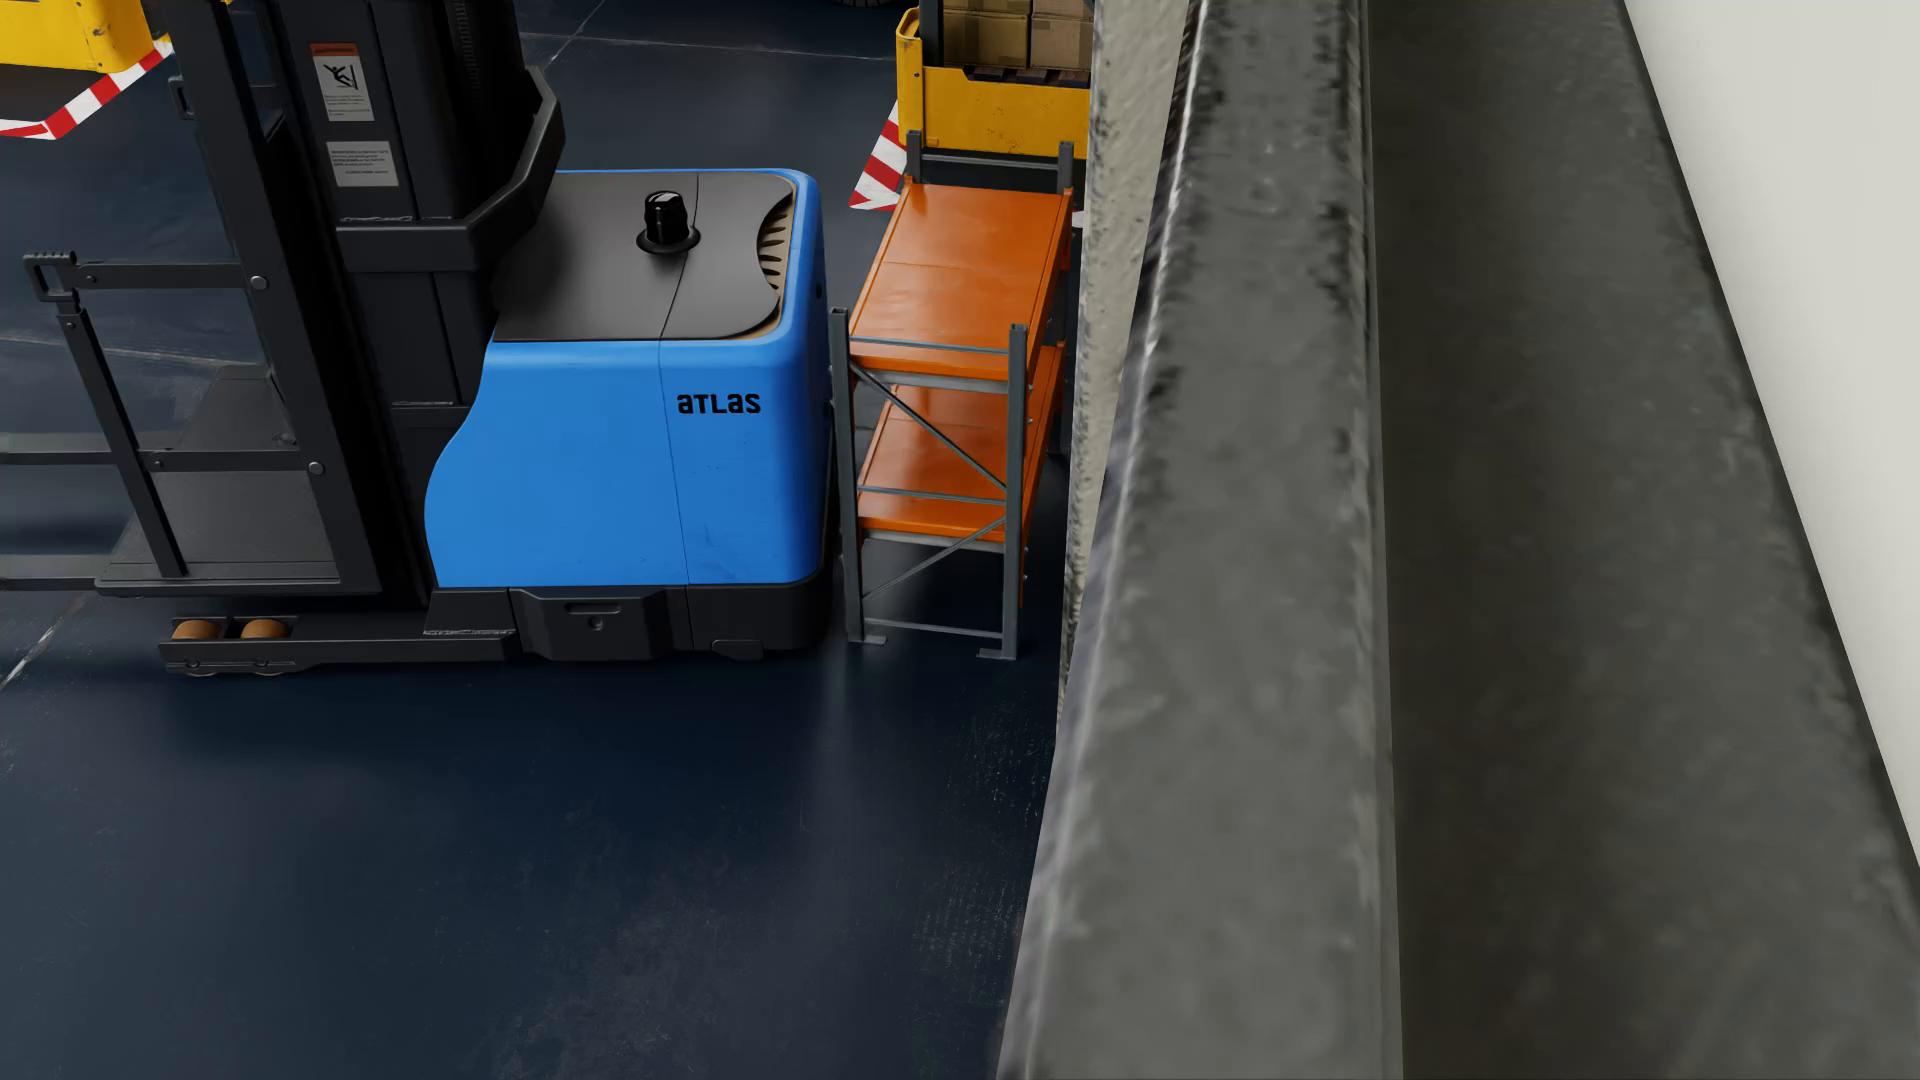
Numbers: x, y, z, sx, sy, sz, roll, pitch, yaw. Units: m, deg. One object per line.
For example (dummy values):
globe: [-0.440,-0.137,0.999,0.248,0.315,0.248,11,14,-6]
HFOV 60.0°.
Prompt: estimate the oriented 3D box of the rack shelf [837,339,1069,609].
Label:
rack shelf: [0.004,-0.250,5.053,0.538,0.278,1.000,6,40,7]

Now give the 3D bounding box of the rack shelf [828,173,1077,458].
rack shelf: [0.004,-0.664,4.710,0.538,0.278,1.000,6,40,7]

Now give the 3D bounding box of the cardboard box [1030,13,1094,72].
cardboard box: [0.604,-2.348,7.565,0.500,0.250,0.500,7,40,8]

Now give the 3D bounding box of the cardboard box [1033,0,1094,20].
cardboard box: [0.613,-2.527,7.388,0.500,0.250,0.500,7,40,8]

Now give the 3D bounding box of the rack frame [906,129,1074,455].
rack frame: [0.088,-0.758,5.283,0.500,1.125,0.032,6,40,7]

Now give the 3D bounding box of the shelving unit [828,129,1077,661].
shelving unit: [0.004,-0.438,4.897,0.538,1.125,1.048,6,40,7]

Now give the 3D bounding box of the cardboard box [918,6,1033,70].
cardboard box: [0.097,-2.391,7.617,0.500,0.250,0.500,7,40,8]

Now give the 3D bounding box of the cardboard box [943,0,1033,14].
cardboard box: [0.103,-2.594,7.470,0.500,0.250,0.500,6,40,7]

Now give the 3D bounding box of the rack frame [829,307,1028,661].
rack frame: [-0.080,-0.119,4.511,0.500,1.125,0.032,6,40,7]

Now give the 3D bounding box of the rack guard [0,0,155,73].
rack guard: [-4.550,-2.589,7.989,1.175,0.500,0.348,6,40,8]

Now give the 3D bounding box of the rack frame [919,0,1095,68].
rack frame: [0.327,-2.960,6.476,1.000,3.000,0.127,6,40,8]

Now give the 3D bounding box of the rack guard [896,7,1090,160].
rack guard: [0.323,-1.981,7.254,1.175,0.500,0.348,6,40,8]

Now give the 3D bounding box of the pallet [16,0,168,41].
pallet: [-4.374,-2.984,8.693,1.003,0.211,1.213,6,40,8]

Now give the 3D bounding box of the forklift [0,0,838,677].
forklift: [-1.904,-1.079,4.254,3.031,2.935,1.130,-1,40,-1]

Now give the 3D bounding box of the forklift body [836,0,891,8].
forklift body: [-1.142,-4.024,8.429,2.313,2.155,1.214,6,40,8]

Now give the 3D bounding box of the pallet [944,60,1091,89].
pallet: [0.418,-2.370,7.950,1.003,0.211,1.213,6,40,8]
